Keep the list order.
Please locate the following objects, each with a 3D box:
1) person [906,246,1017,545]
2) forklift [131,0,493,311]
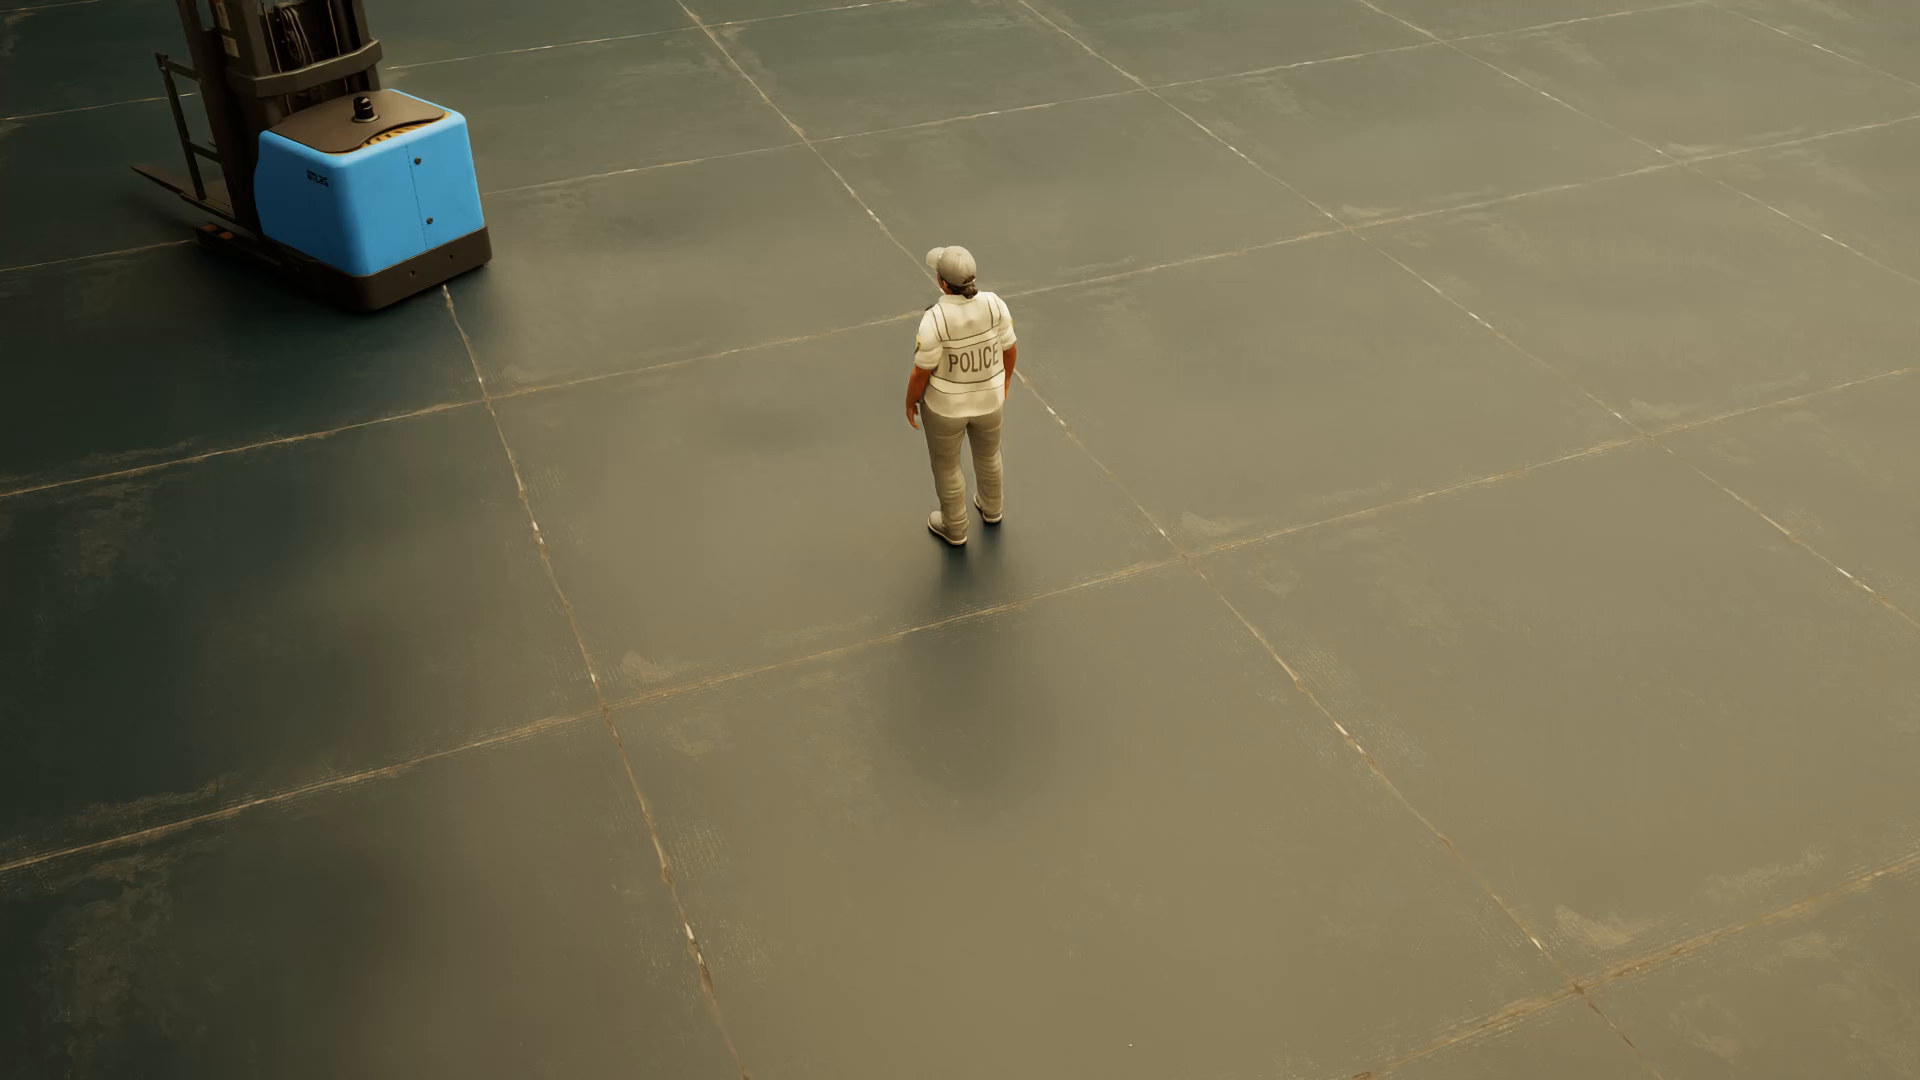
[{"bbox_3d":[-0.009,-0.731,8.206,0.598,1.670,0.529,-14,38,-19],"label":"person"},{"bbox_3d":[-4.615,-3.342,10.798,3.031,2.935,1.130,24,42,30],"label":"forklift"}]
